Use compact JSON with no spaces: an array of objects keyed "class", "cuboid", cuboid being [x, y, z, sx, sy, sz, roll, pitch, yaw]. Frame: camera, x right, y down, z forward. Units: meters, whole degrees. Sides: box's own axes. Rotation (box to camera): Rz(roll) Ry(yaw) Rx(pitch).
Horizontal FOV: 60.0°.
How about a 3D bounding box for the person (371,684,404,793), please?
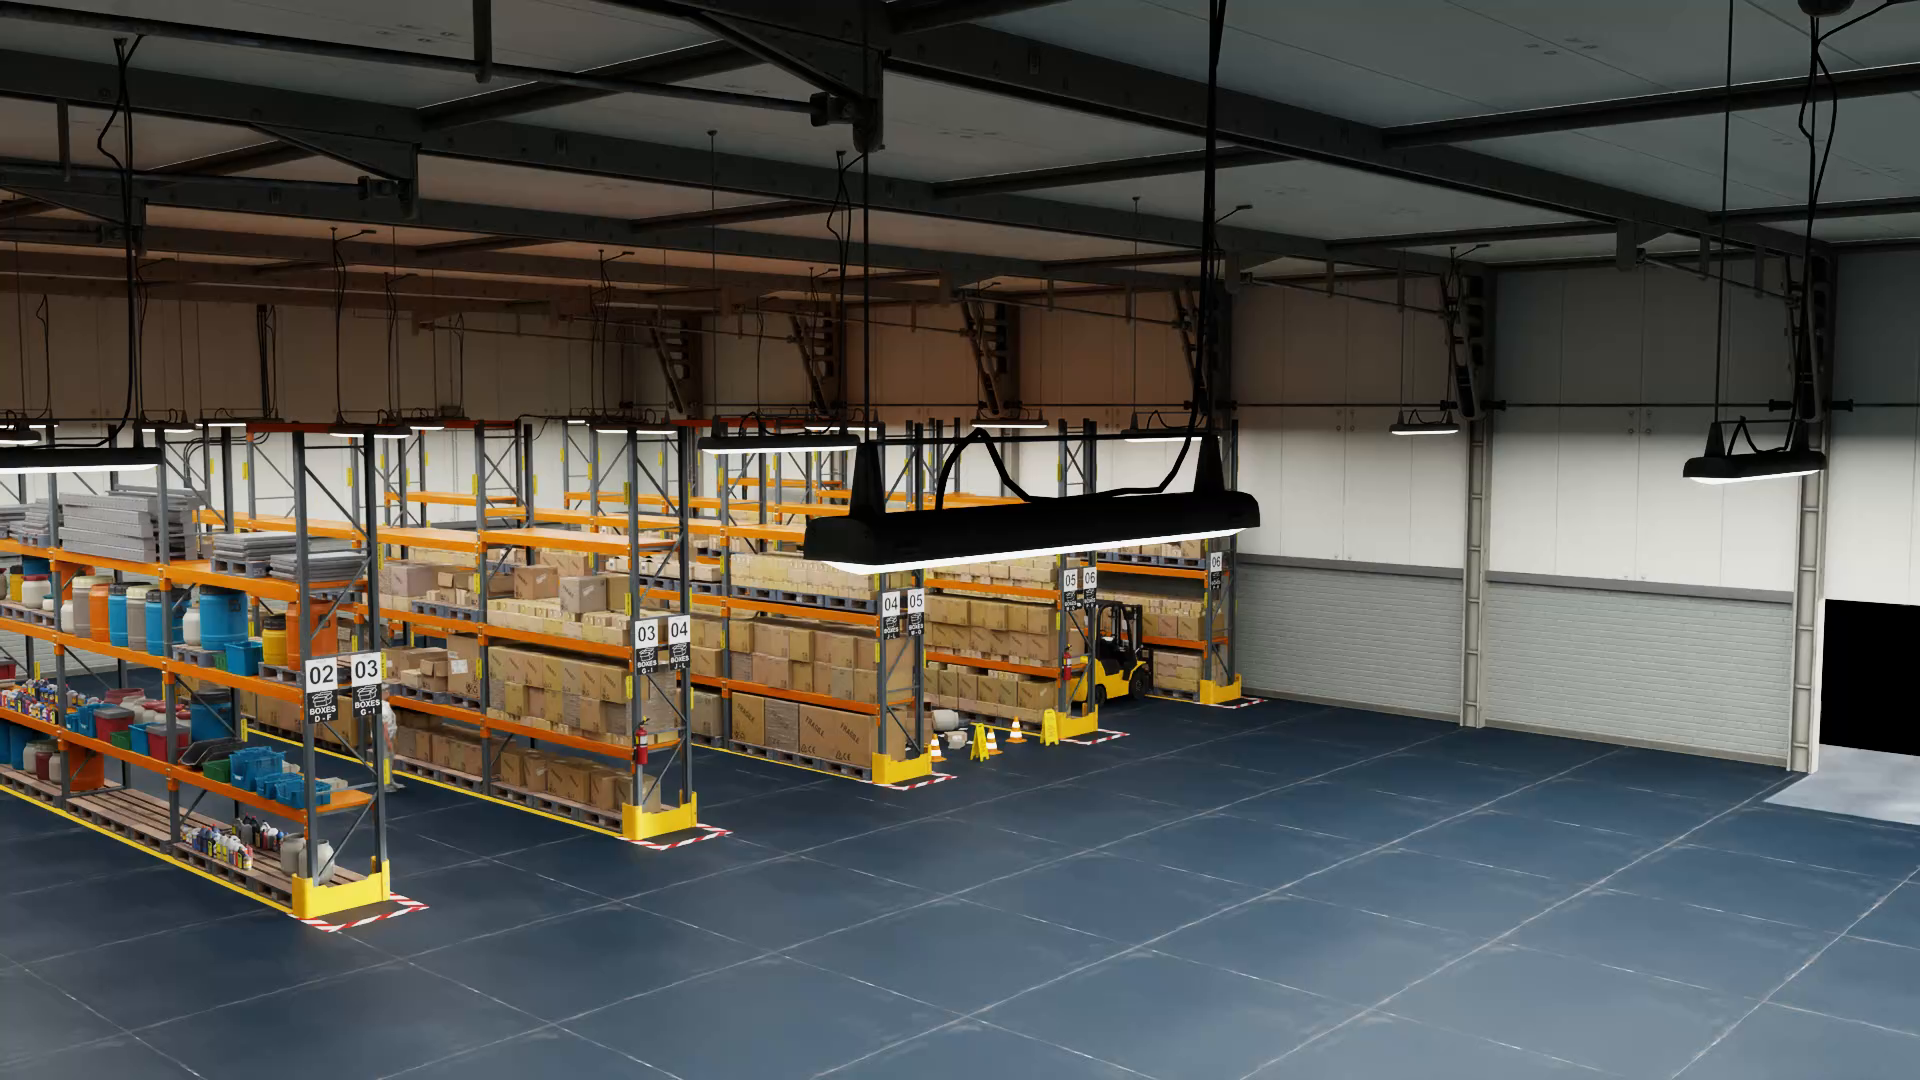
[{"class":"person","cuboid":[-9.384,3.233,27.200,0.466,1.772,0.599,-1,5,-12]}]
